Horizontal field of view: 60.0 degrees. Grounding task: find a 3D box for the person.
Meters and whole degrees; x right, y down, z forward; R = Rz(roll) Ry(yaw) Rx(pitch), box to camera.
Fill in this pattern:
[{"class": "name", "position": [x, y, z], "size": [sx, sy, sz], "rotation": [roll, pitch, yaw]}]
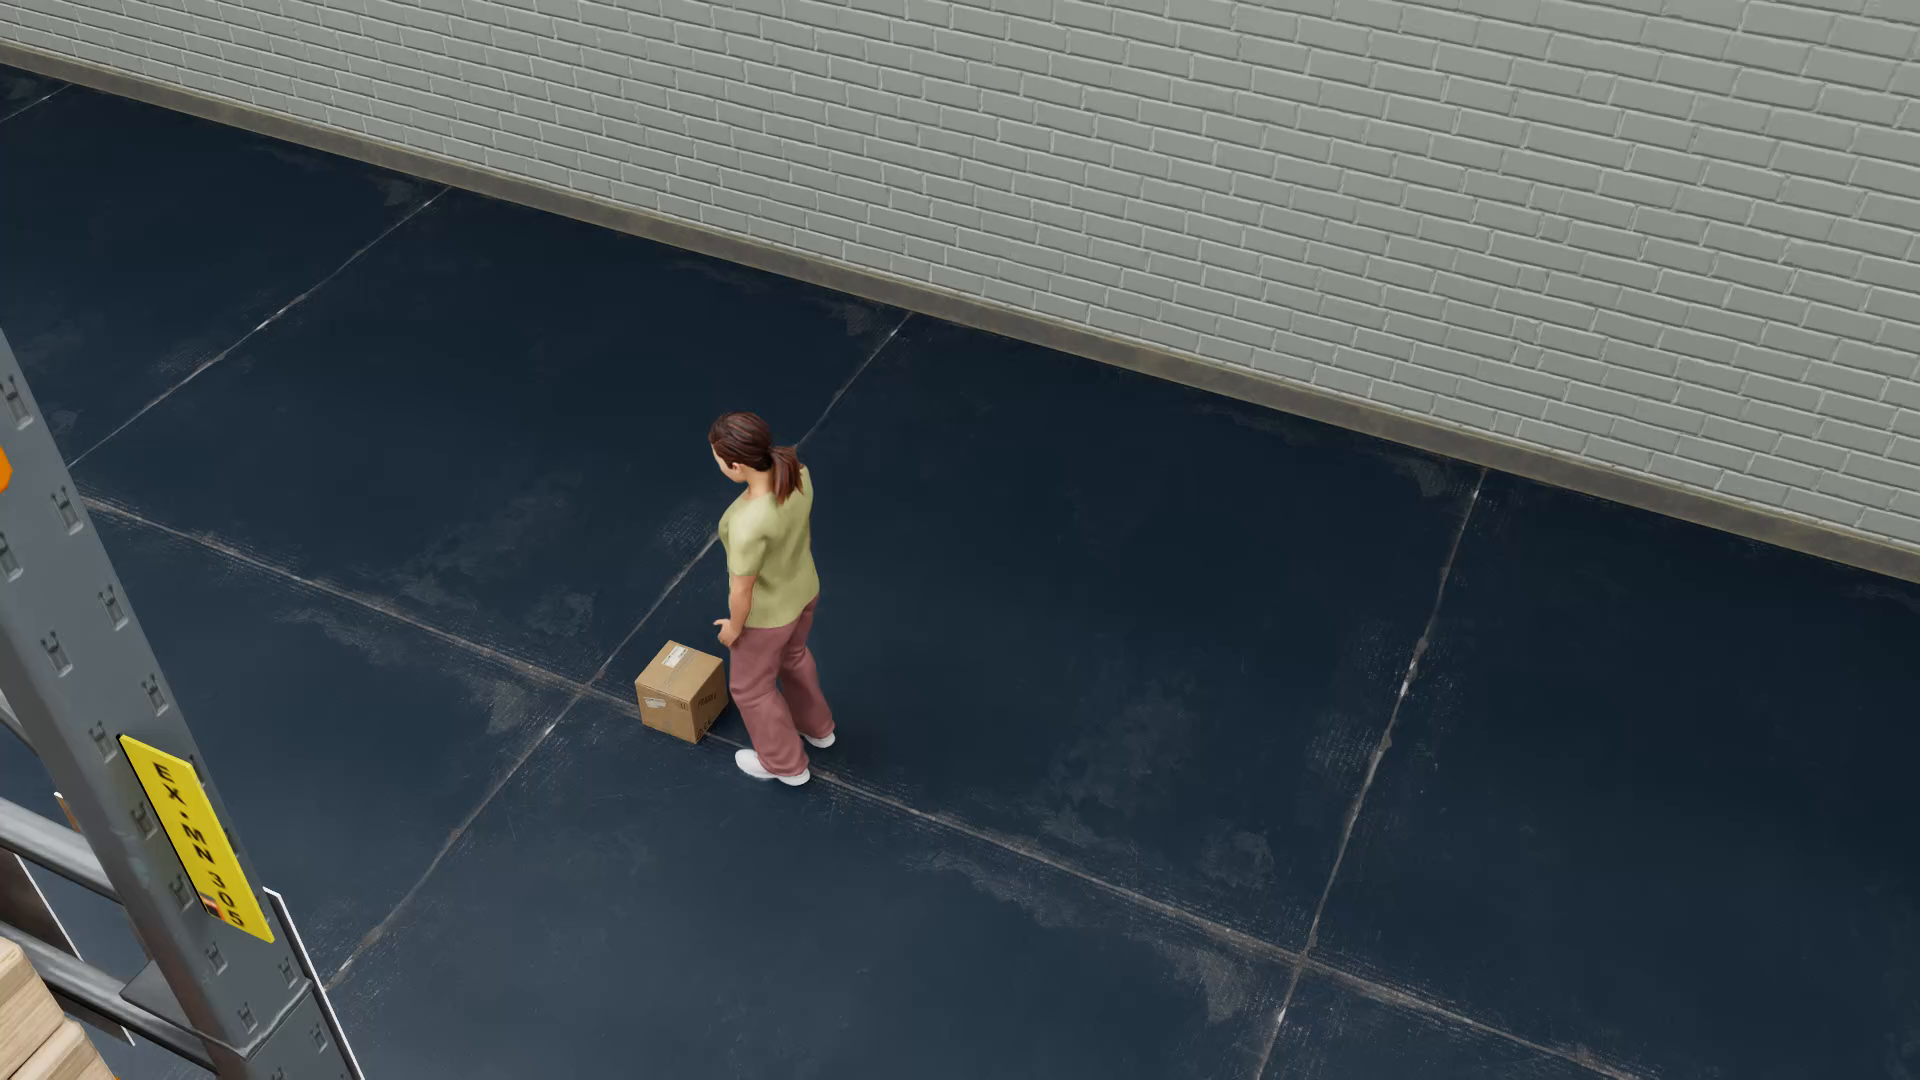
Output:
[{"class": "person", "position": [-0.671, 0.230, 5.920], "size": [0.354, 1.666, 0.452], "rotation": [18, 45, 19]}]
